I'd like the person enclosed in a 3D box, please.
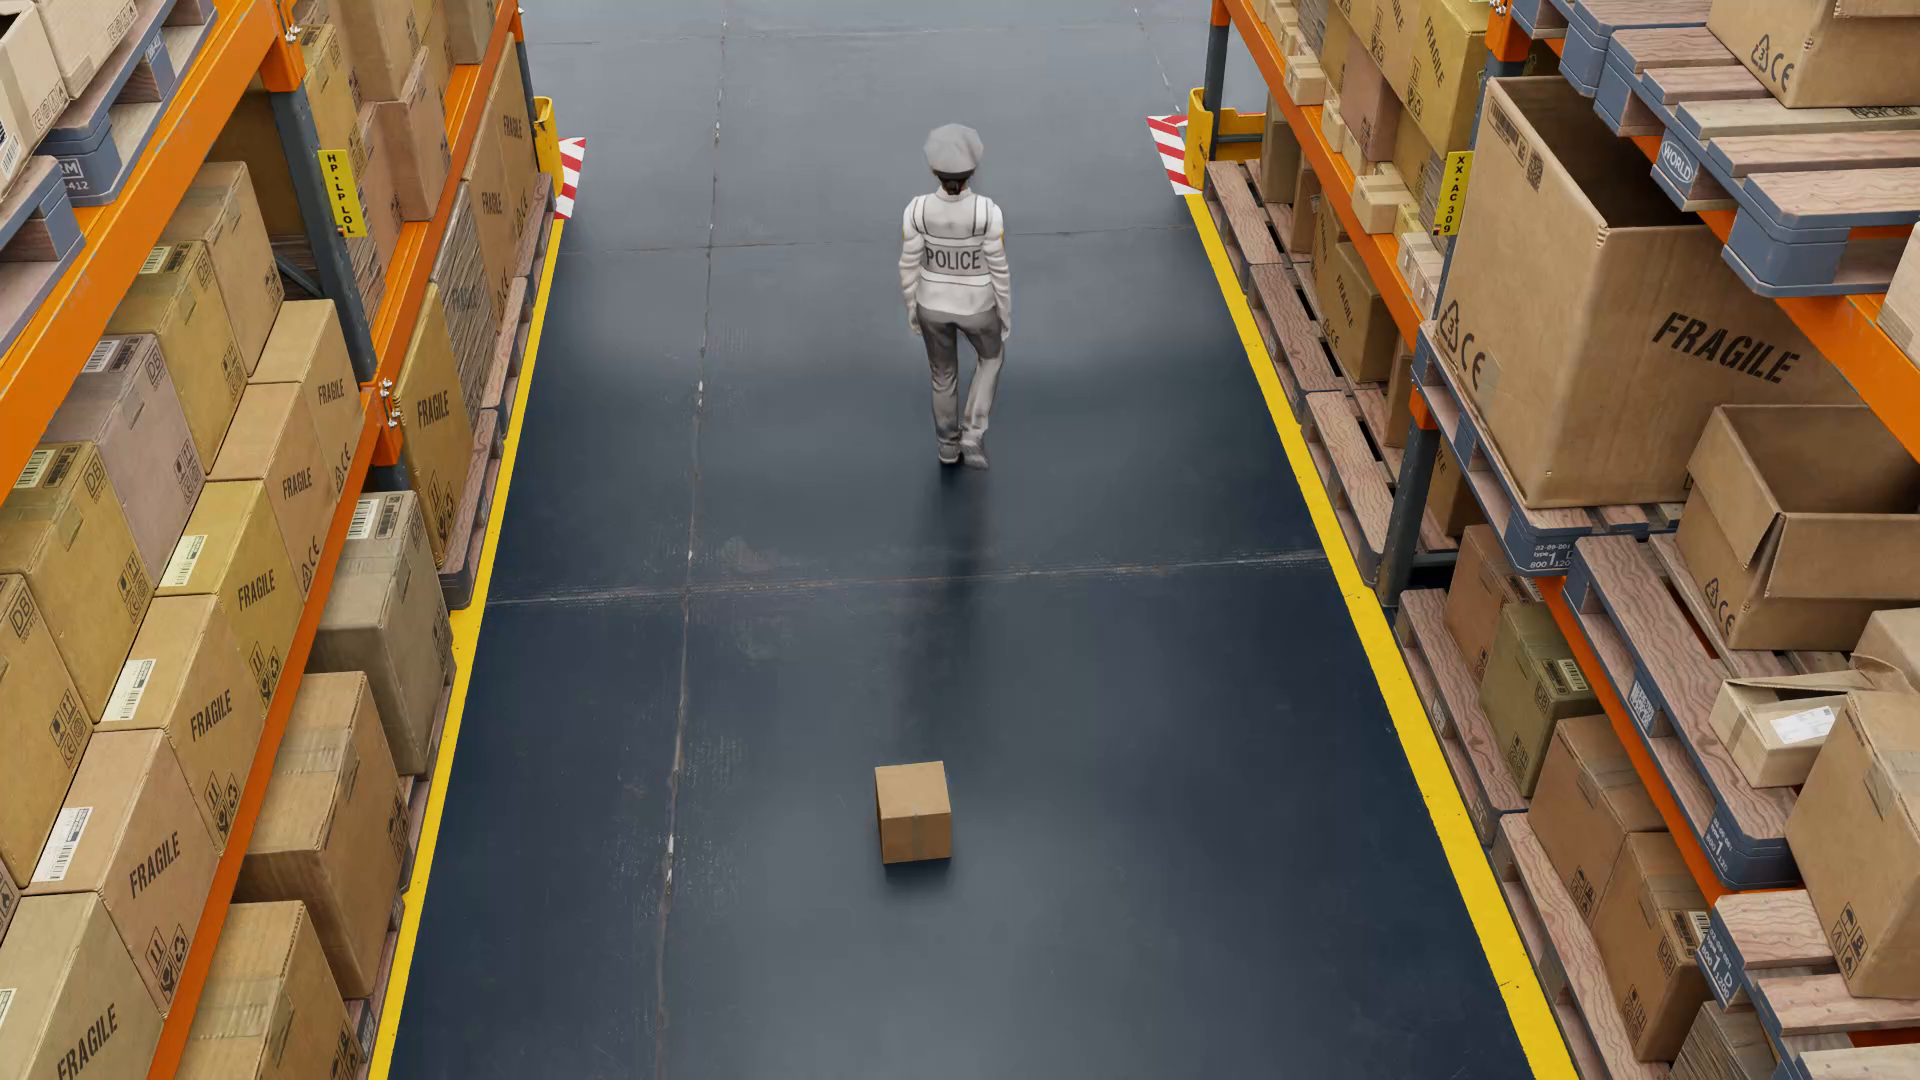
[{"bbox_3d":[-0.019,-1.025,7.338,0.499,1.682,0.468,5,40,6],"label":"person"}]
